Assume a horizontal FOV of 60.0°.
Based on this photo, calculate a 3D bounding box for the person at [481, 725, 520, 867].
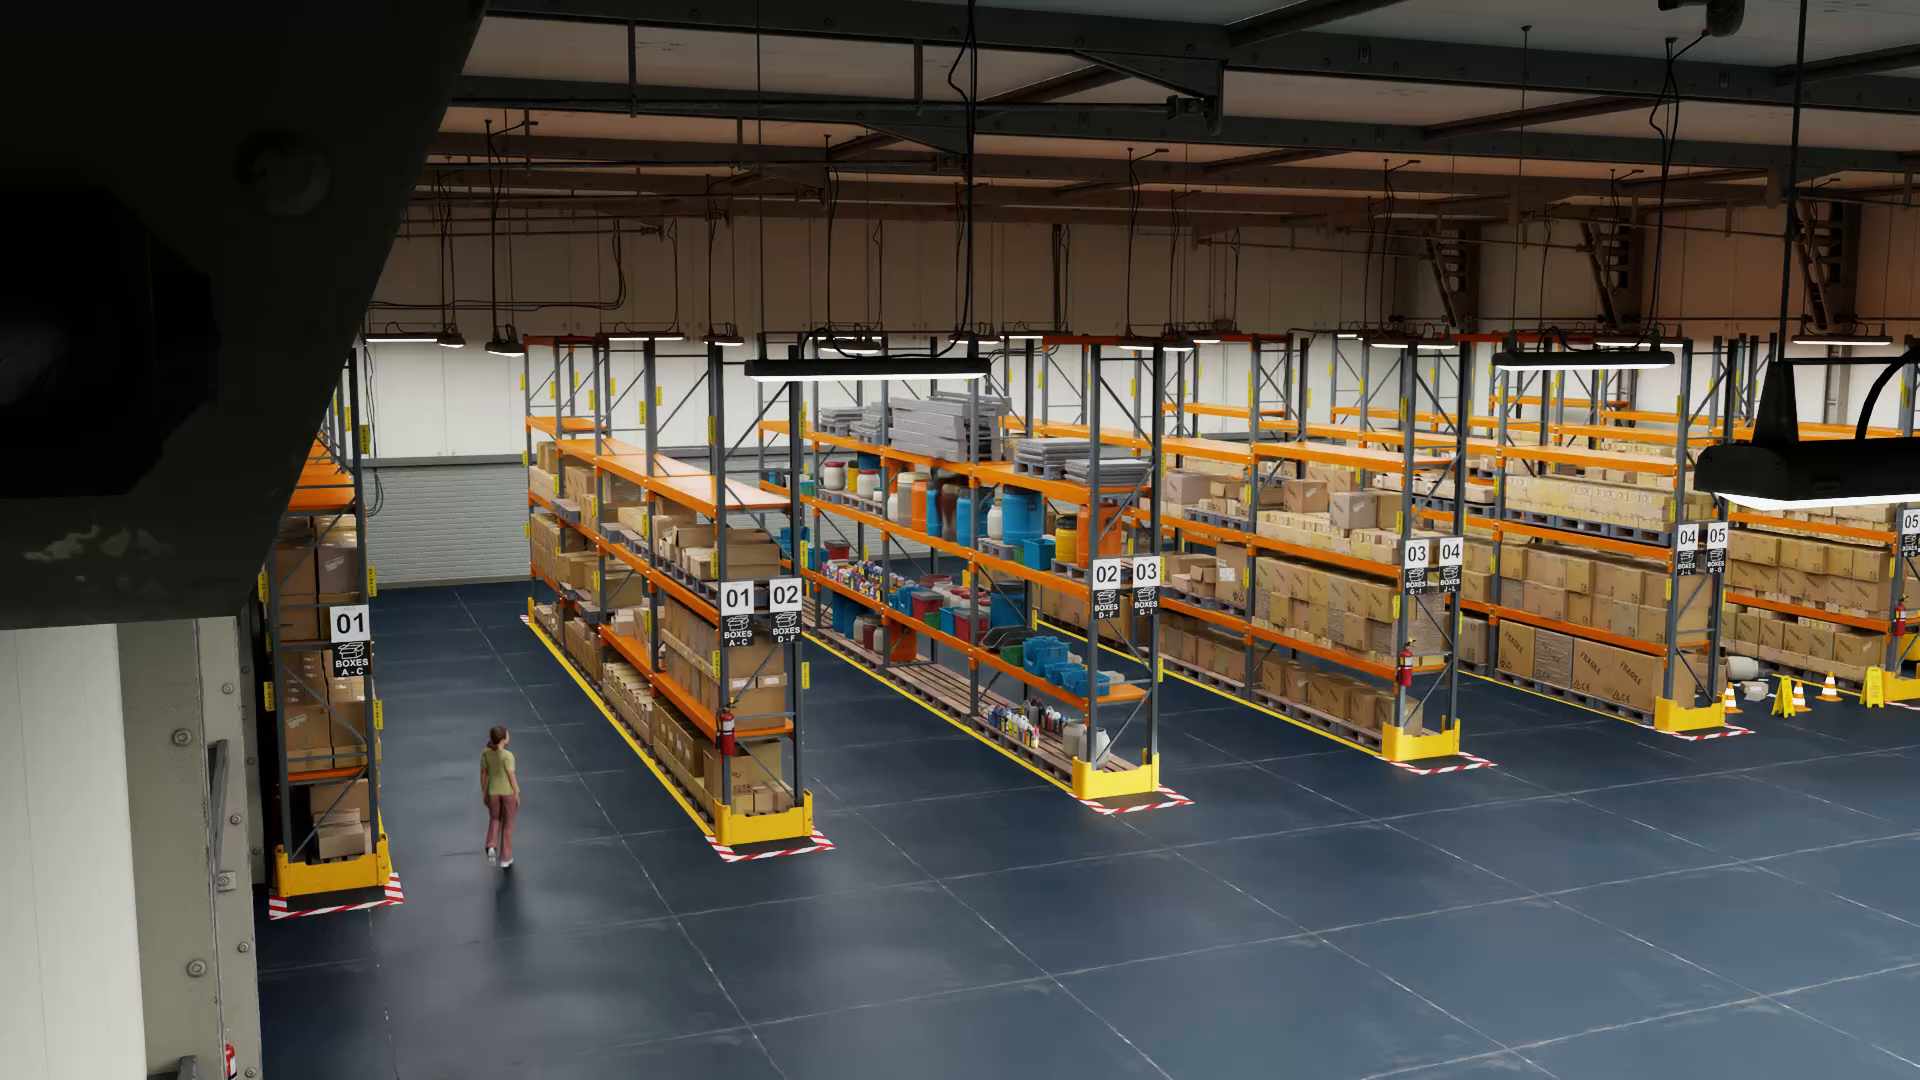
[{"bbox_3d":[-5.301,2.953,19.162,0.457,1.663,0.485,1,8,4],"label":"person"}]
